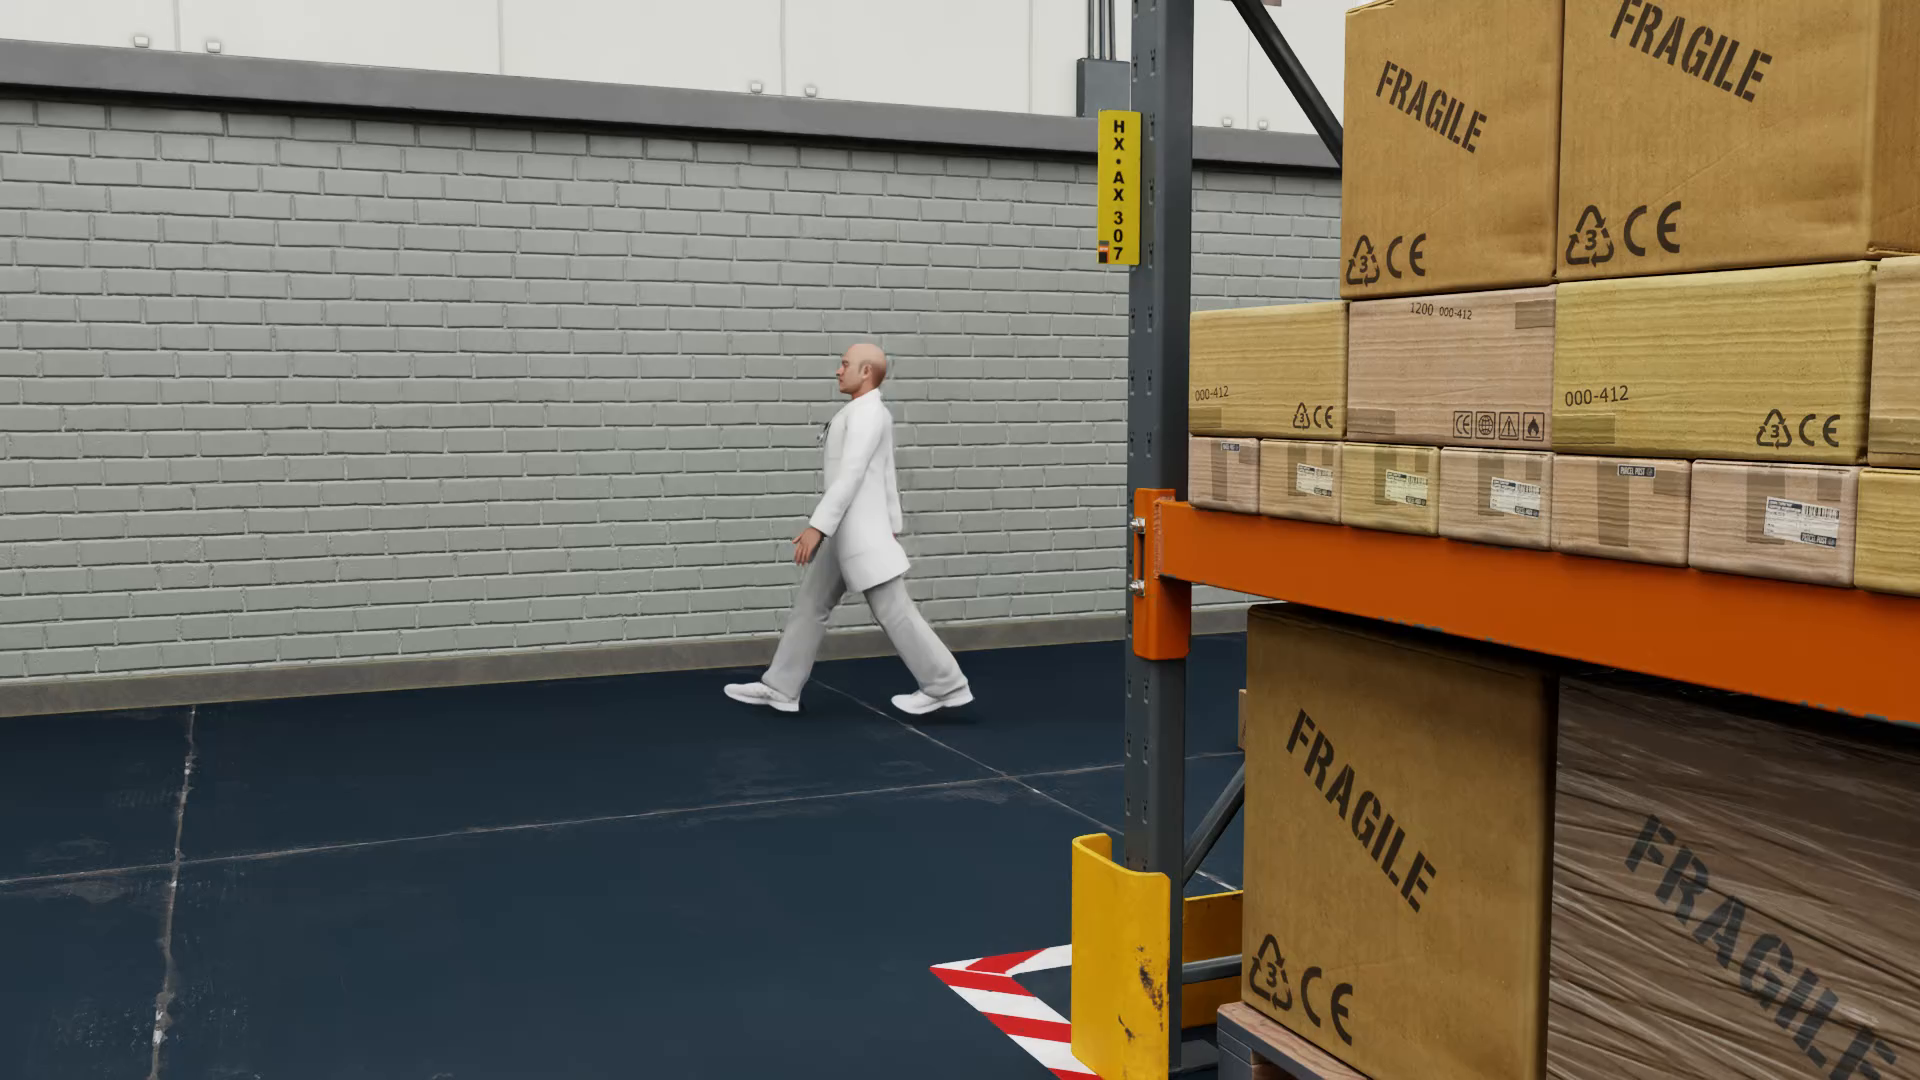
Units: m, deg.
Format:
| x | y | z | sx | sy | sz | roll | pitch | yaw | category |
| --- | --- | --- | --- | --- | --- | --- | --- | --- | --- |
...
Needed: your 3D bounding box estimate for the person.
| x | y | z | sx | sy | sz | roll | pitch | yaw | category |
| --- | --- | --- | --- | --- | --- | --- | --- | --- | --- |
| -0.522 | -0.043 | 7.651 | 1.157 | 1.718 | 0.612 | 0 | 5 | -4 | person |
